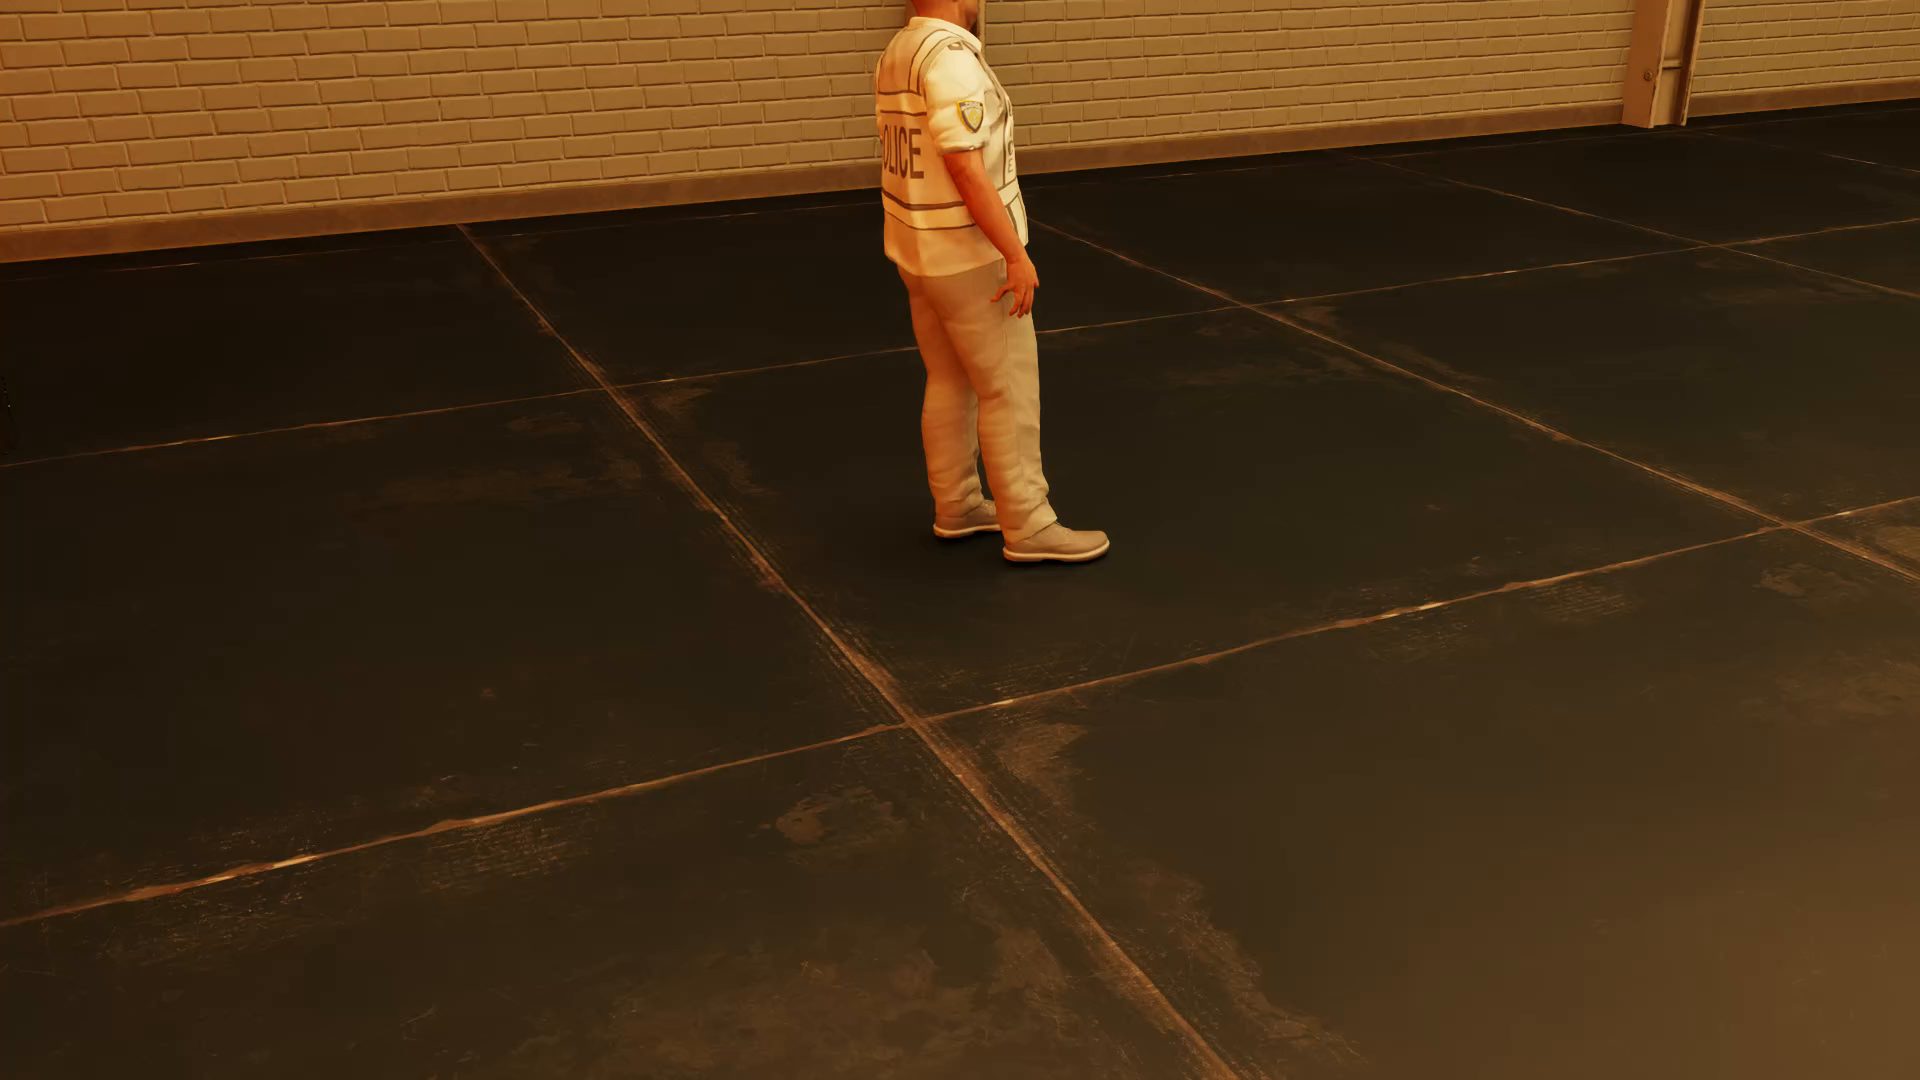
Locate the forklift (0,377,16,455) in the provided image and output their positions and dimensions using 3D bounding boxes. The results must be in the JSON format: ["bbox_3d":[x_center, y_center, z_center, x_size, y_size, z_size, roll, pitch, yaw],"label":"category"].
[{"bbox_3d":[-4.772,-1.479,4.846,3.031,2.935,1.130,2,23,4],"label":"forklift"}]

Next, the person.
[{"bbox_3d":[0.075,-0.838,4.782,0.575,1.781,0.640,-10,25,-23],"label":"person"}]
